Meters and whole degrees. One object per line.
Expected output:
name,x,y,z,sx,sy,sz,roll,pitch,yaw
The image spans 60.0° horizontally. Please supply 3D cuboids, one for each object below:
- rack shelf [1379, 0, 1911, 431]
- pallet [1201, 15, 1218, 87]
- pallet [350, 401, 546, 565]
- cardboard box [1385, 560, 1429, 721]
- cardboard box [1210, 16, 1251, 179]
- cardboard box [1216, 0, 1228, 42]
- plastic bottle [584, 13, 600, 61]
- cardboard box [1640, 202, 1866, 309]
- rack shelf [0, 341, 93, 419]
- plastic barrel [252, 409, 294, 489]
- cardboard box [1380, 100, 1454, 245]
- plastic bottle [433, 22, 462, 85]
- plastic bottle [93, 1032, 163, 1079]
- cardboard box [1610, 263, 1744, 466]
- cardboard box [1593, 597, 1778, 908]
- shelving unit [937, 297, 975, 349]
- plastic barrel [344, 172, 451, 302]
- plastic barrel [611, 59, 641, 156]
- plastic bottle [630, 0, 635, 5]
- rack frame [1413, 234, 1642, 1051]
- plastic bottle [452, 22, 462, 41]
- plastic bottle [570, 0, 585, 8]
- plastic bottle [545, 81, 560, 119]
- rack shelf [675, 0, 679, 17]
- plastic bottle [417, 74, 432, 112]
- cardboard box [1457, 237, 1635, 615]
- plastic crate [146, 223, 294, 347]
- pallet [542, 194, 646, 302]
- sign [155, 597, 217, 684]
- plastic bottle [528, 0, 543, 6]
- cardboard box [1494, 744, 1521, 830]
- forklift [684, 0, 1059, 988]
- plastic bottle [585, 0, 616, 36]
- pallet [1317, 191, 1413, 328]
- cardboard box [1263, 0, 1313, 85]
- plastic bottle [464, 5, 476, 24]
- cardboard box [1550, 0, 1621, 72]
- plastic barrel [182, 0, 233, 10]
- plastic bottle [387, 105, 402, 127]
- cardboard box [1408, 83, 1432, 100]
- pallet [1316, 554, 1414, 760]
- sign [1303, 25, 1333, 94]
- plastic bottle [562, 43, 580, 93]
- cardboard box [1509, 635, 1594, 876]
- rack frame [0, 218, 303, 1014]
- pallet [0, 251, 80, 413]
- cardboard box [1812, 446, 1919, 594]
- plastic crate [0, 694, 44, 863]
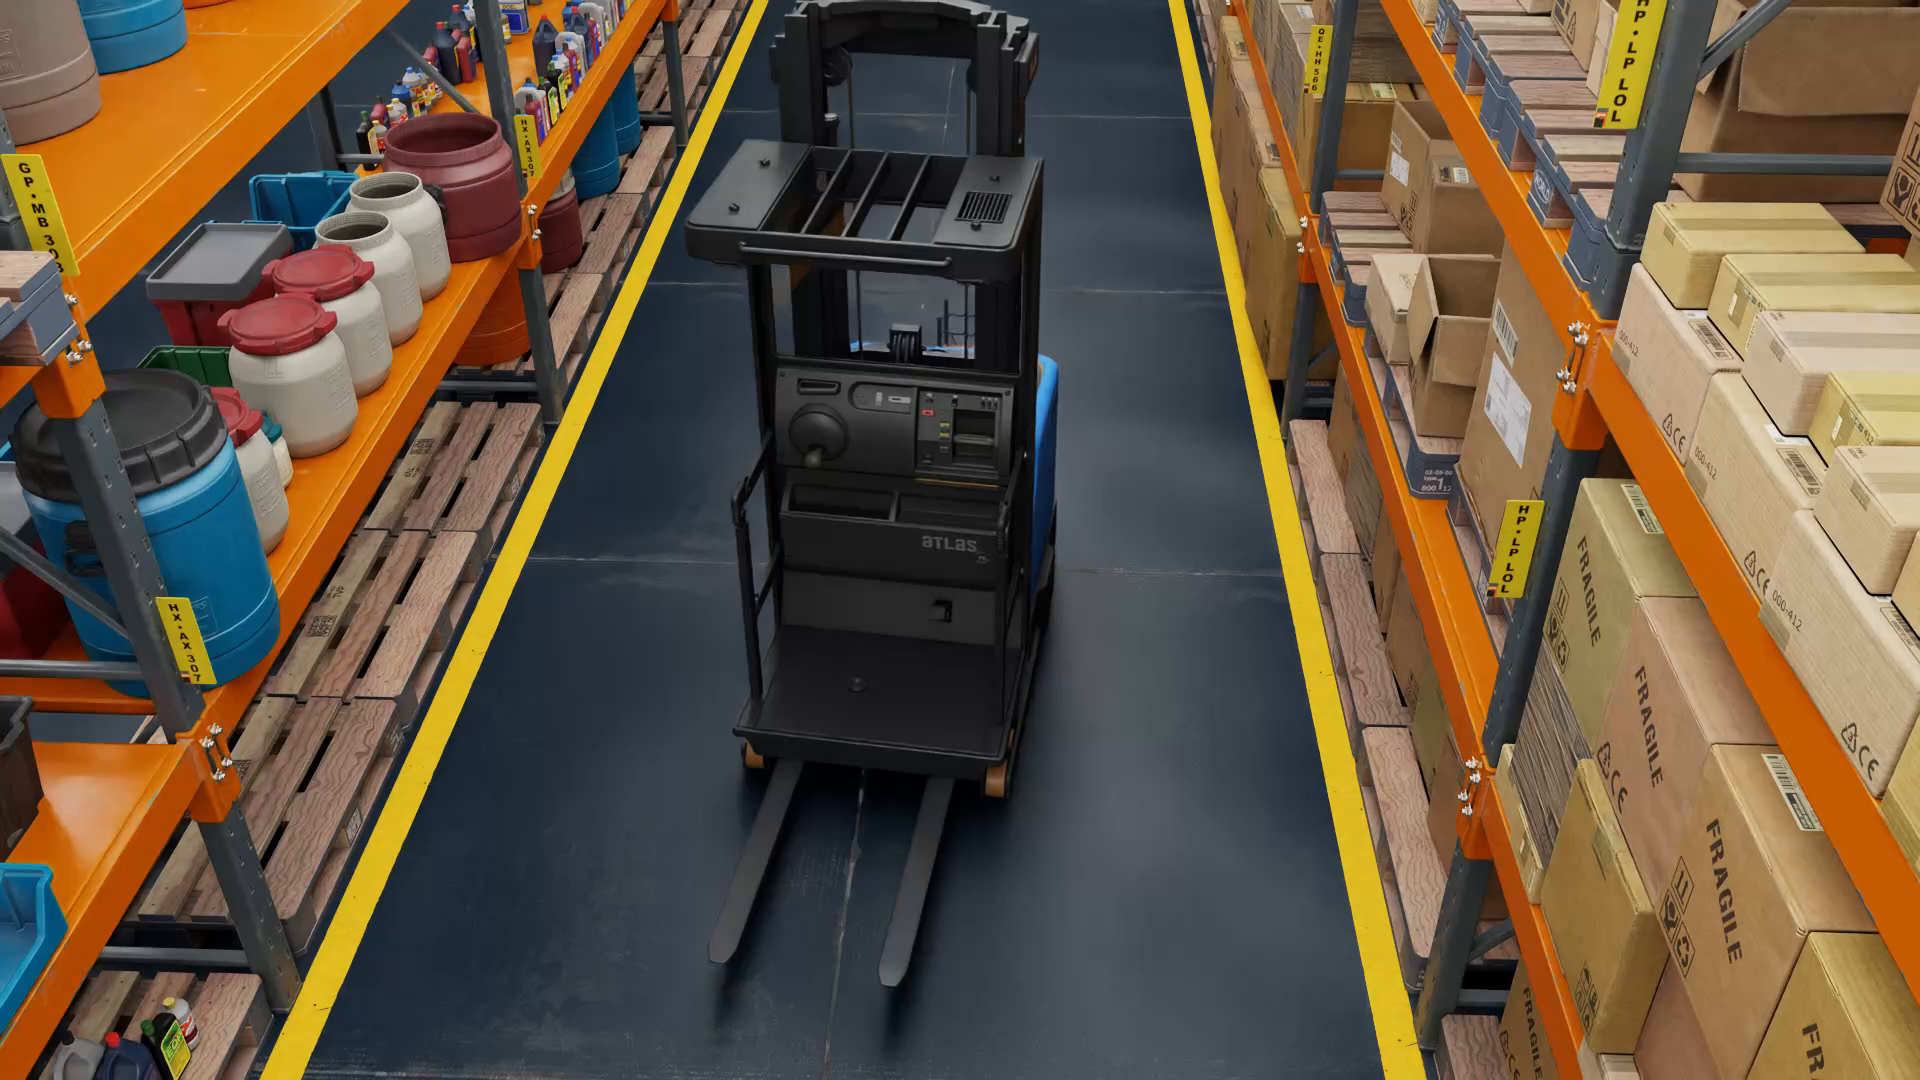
rack shelf,2.168,-1.570,5.892,1.077,0.370,4.000,1,35,2
pallet,2.564,-4.081,13.874,1.003,0.211,1.213,1,35,2
pallet,-2.770,-0.316,8.516,1.003,0.211,1.213,1,35,2
cardboard box,2.194,0.407,6.853,0.700,0.500,0.500,-2,35,-2
cardboard box,2.403,-3.019,11.419,1.225,0.875,0.875,1,35,2
cardboard box,2.552,-4.281,13.216,0.875,0.875,0.875,1,35,2
plastic bottle,-2.246,-3.073,10.115,0.061,0.283,0.133,1,35,2
cardboard box,1.767,-0.638,3.724,0.380,0.149,0.250,0,35,1
rack shelf,-2.942,0.614,2.785,1.077,0.370,4.000,1,35,2
plastic barrel,-2.655,-0.303,6.193,0.301,0.262,0.301,0,35,0
cardboard box,2.267,-1.688,7.591,0.500,0.500,0.500,-3,35,-4
plastic bottle,-3.017,-2.870,9.768,0.144,0.351,0.185,1,35,2
plastic bottle,-2.599,1.678,5.175,0.144,0.351,0.185,0,35,1
cardboard box,1.814,-0.401,3.734,0.500,0.250,0.500,0,35,0
cardboard box,1.797,0.480,3.743,0.500,0.500,0.500,1,35,2
shelving unit,0.030,-0.579,8.031,0.258,1.200,0.189,6,35,8
plastic barrel,-2.528,-1.351,7.466,0.421,0.512,0.421,0,35,0
plastic barrel,-2.579,-3.200,11.654,0.600,0.901,0.708,1,35,2
plastic bottle,-2.247,-3.704,11.020,0.152,0.276,0.135,1,35,2
rack frame,2.088,0.512,4.913,1.000,3.000,0.127,1,35,2
plastic bottle,-2.991,-2.933,9.917,0.061,0.283,0.133,1,35,2
plastic bottle,-2.398,-3.328,10.488,0.097,0.271,0.097,0,35,0
plastic bottle,-2.304,-2.469,9.327,0.097,0.201,0.097,0,35,0
rack shelf,-2.459,-5.054,13.458,1.077,0.370,4.000,1,35,2
plastic bottle,-3.059,-2.540,9.428,0.097,0.201,0.097,0,35,0
cardboard box,2.260,-0.359,5.265,1.000,1.000,1.000,2,35,2
plastic crate,-3.071,-1.006,7.016,0.402,0.464,0.583,1,35,2
pallet,-2.659,-1.913,10.788,1.003,0.211,1.213,1,35,2
sign,-2.312,0.303,4.969,0.100,0.325,0.005,1,35,2
plastic bottle,-2.828,-3.658,11.019,0.097,0.201,0.097,0,35,0
cardboard box,1.779,0.731,4.819,0.380,0.149,0.250,1,35,2
forklift,-0.290,-0.378,6.239,1.130,2.935,3.031,6,35,8
plastic bottle,-2.273,-3.337,10.498,0.152,0.276,0.135,1,35,2
pallet,2.326,-1.296,7.652,1.213,0.211,1.003,1,35,2
cardboard box,2.086,-2.994,9.814,0.500,0.500,0.500,2,35,3
plastic bottle,-3.018,-3.158,10.247,0.097,0.271,0.097,0,35,0
cardboard box,2.243,-1.739,5.051,0.797,0.503,0.637,3,35,4
plastic barrel,-2.977,-2.461,6.161,0.600,0.830,0.708,1,35,2
plastic bottle,-3.078,-2.260,9.030,0.097,0.201,0.097,0,35,0
cardboard box,2.540,-2.100,8.543,0.500,0.500,0.500,2,35,3
pallet,2.164,0.503,7.351,1.003,0.211,1.213,1,35,2
sign,1.694,-2.271,7.866,0.100,0.325,0.005,1,35,2
plastic bottle,-2.268,-2.757,9.666,0.061,0.283,0.133,1,35,2
cardboard box,2.008,0.606,4.433,0.875,0.500,0.500,1,35,2
rack frame,-2.861,0.397,5.076,1.000,3.000,0.127,1,35,2
pallet,-2.793,-0.336,3.675,1.213,0.211,1.003,1,35,2
cardboard box,1.727,-0.035,2.866,0.380,0.149,0.250,1,35,1
plastic crate,-3.009,0.721,4.670,0.767,0.338,0.504,1,35,2
